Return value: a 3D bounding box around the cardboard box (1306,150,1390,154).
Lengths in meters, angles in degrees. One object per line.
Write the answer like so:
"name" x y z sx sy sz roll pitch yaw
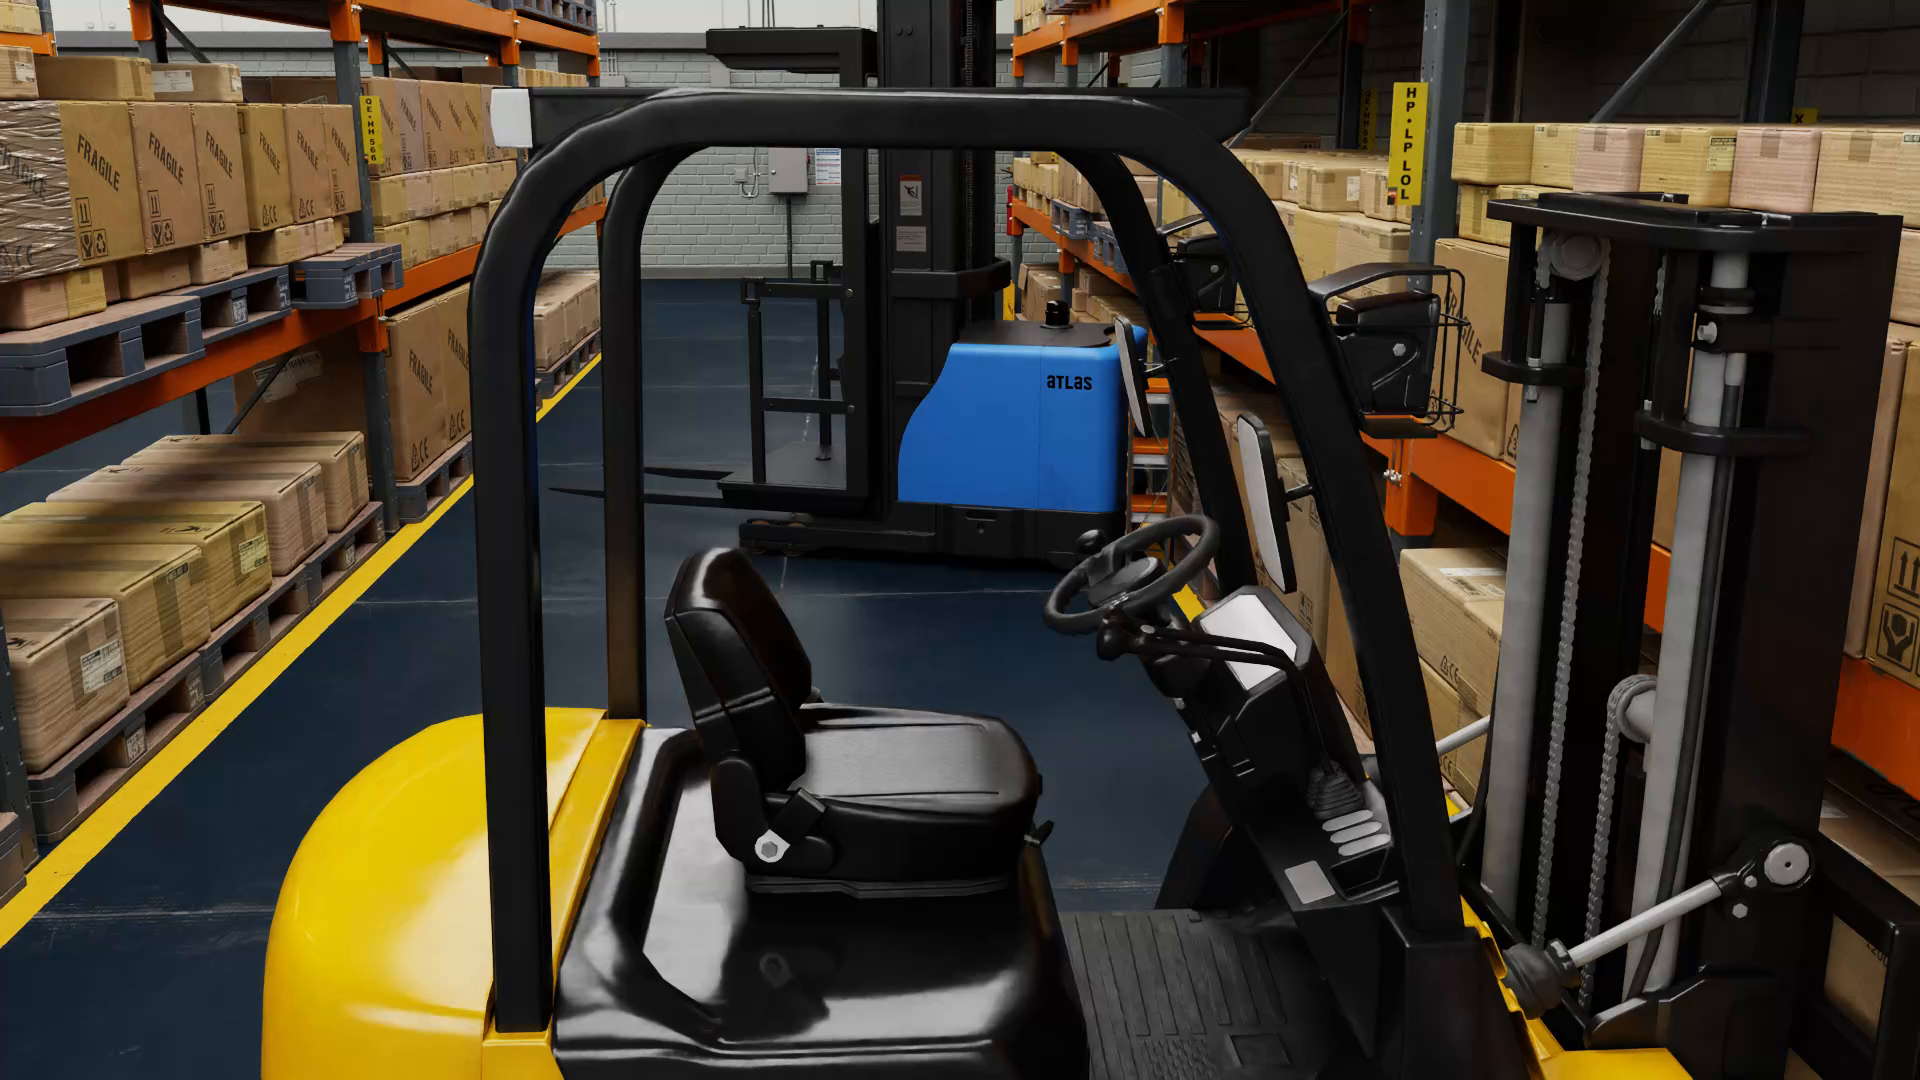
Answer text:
"cardboard box" 1.866 -1.783 7.936 0.380 0.149 0.250 -1 14 -2

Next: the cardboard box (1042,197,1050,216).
"cardboard box" 0.885 -2.768 13.769 0.380 0.149 0.250 -1 14 -4

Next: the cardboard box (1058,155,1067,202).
"cardboard box" 1.075 -2.685 11.898 0.700 0.500 0.500 -1 14 -2

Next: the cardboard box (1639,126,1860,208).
"cardboard box" 1.575 -0.733 3.257 0.380 0.149 0.250 -1 14 -4

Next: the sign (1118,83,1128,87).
"sign" 1.576 -4.269 16.141 0.100 0.325 0.005 -1 14 -3

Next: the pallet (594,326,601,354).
"pallet" -3.806 -1.926 15.588 1.003 0.211 1.213 -1 14 -3

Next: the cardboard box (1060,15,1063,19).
"cardboard box" 0.951 -3.973 12.431 0.380 0.149 0.250 -1 14 -4

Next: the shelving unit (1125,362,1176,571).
"shelving unit" 0.895 -0.361 7.808 0.215 1.050 0.252 2 14 8

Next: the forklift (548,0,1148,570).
"forklift" -0.606 -1.459 8.316 3.031 2.935 1.130 4 15 14

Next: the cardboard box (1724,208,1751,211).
"cardboard box" 1.572 -0.528 3.055 0.380 0.149 0.250 -1 14 -5

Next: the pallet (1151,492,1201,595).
"pallet" 1.528 -0.006 8.127 1.003 0.211 1.213 -1 14 -3

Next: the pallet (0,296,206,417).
"pallet" -3.092 -0.589 5.181 1.003 0.211 1.213 -1 14 -3

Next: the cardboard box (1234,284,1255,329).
"cardboard box" 1.395 -0.993 6.667 0.500 0.250 0.500 0 14 -2

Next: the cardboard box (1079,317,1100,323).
"cardboard box" 1.117 -1.294 11.708 0.500 0.500 0.500 -1 14 -4

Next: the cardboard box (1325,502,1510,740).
"cardboard box" 1.720 0.250 5.458 0.875 0.625 0.625 0 14 -1

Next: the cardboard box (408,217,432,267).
"cardboard box" -3.266 -1.665 9.278 0.500 0.250 0.500 -1 14 -5

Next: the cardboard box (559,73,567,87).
"cardboard box" -3.577 -3.918 14.226 0.380 0.149 0.250 -1 14 -2

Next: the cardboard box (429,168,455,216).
"cardboard box" -3.272 -2.036 9.719 0.500 0.250 0.500 -1 14 -4

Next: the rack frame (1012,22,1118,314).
"rack frame" 1.021 -3.552 16.310 1.000 3.000 0.127 -1 14 -3

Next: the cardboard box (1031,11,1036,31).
"cardboard box" 0.806 -4.417 14.158 0.380 0.149 0.250 -1 14 -3

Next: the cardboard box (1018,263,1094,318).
"cardboard box" 0.964 -2.392 15.972 0.797 0.503 0.637 -1 15 -6

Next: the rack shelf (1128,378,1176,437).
"rack shelf" 0.896 -0.626 7.743 0.215 0.259 0.240 2 14 8

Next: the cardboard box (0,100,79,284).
"cardboard box" -2.933 -1.007 4.778 0.500 0.500 0.500 -1 14 -2

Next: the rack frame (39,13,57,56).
"rack frame" -8.868 -3.372 15.614 1.000 3.000 0.127 -1 14 -3

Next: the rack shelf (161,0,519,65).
"rack shelf" -3.562 -3.086 9.925 1.077 0.370 4.000 -1 14 -3

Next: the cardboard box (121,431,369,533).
"cardboard box" -3.413 -0.275 8.004 0.950 0.372 0.625 -2 15 -7

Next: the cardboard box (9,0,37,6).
"cardboard box" -8.585 -4.884 14.767 0.500 0.250 0.500 -1 14 -5

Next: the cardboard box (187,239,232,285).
"cardboard box" -2.962 -1.038 6.203 0.380 0.149 0.250 0 14 -1

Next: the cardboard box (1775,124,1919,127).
"cardboard box" 2.089 -0.870 3.790 0.380 0.149 0.250 -1 14 -4

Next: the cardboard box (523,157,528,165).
"cardboard box" -3.453 -2.648 12.599 0.500 0.500 0.500 0 14 -2

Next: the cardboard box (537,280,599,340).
"cardboard box" -3.728 -2.047 14.760 0.875 0.438 0.875 0 14 -2

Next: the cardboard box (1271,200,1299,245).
"cardboard box" 1.413 -1.110 6.118 0.500 0.250 0.500 -1 14 -2

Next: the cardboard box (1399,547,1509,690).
"cardboard box" 1.481 0.202 4.390 0.500 0.250 0.500 -1 14 -4

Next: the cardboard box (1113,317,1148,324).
"cardboard box" 1.179 -1.318 10.501 0.380 0.149 0.250 -2 15 -6

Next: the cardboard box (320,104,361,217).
"cardboard box" -3.132 -1.772 7.751 0.500 0.500 0.500 -1 14 -5

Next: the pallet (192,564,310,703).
"pallet" -3.318 0.363 6.692 1.003 0.211 1.213 -1 14 -3

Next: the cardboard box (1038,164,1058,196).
"cardboard box" 0.930 -3.000 13.869 0.500 0.250 0.500 -1 14 -4

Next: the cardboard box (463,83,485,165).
"cardboard box" -3.356 -2.650 10.598 0.500 0.500 0.500 0 14 -2

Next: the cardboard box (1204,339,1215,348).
"cardboard box" 1.721 -1.264 10.290 0.380 0.149 0.250 -1 14 -5

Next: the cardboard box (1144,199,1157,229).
"cardboard box" 1.093 -1.801 9.168 0.380 0.149 0.250 -1 14 -2

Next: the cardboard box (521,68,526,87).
"cardboard box" -3.478 -3.472 12.492 0.380 0.149 0.250 -1 14 -3

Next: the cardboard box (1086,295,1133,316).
"cardboard box" 1.119 -1.703 11.996 0.380 0.149 0.250 -1 14 -5

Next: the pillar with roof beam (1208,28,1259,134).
"pillar with roof beam" -2.172 -5.583 12.165 9.100 9.000 0.400 -1 14 -3

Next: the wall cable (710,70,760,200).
"wall cable" -2.891 -5.393 21.428 0.588 1.984 0.122 -1 14 -3

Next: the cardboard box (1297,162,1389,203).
"cardboard box" 1.422 -1.266 5.926 0.380 0.149 0.250 -1 14 -5

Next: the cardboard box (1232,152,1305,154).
"cardboard box" 1.330 -1.646 7.402 0.380 0.149 0.250 -1 14 -3

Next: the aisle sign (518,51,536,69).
"aisle sign" -4.227 -4.746 15.737 0.394 0.787 0.004 -1 14 -3

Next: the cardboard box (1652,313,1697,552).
"cardboard box" 1.612 -0.246 3.262 0.500 0.500 0.500 -1 14 -4

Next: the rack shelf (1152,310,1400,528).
"rack shelf" 1.640 -0.716 6.734 1.077 0.370 4.000 -1 14 -3

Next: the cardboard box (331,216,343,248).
"cardboard box" -3.094 -1.423 7.697 0.380 0.149 0.250 -1 14 -3
